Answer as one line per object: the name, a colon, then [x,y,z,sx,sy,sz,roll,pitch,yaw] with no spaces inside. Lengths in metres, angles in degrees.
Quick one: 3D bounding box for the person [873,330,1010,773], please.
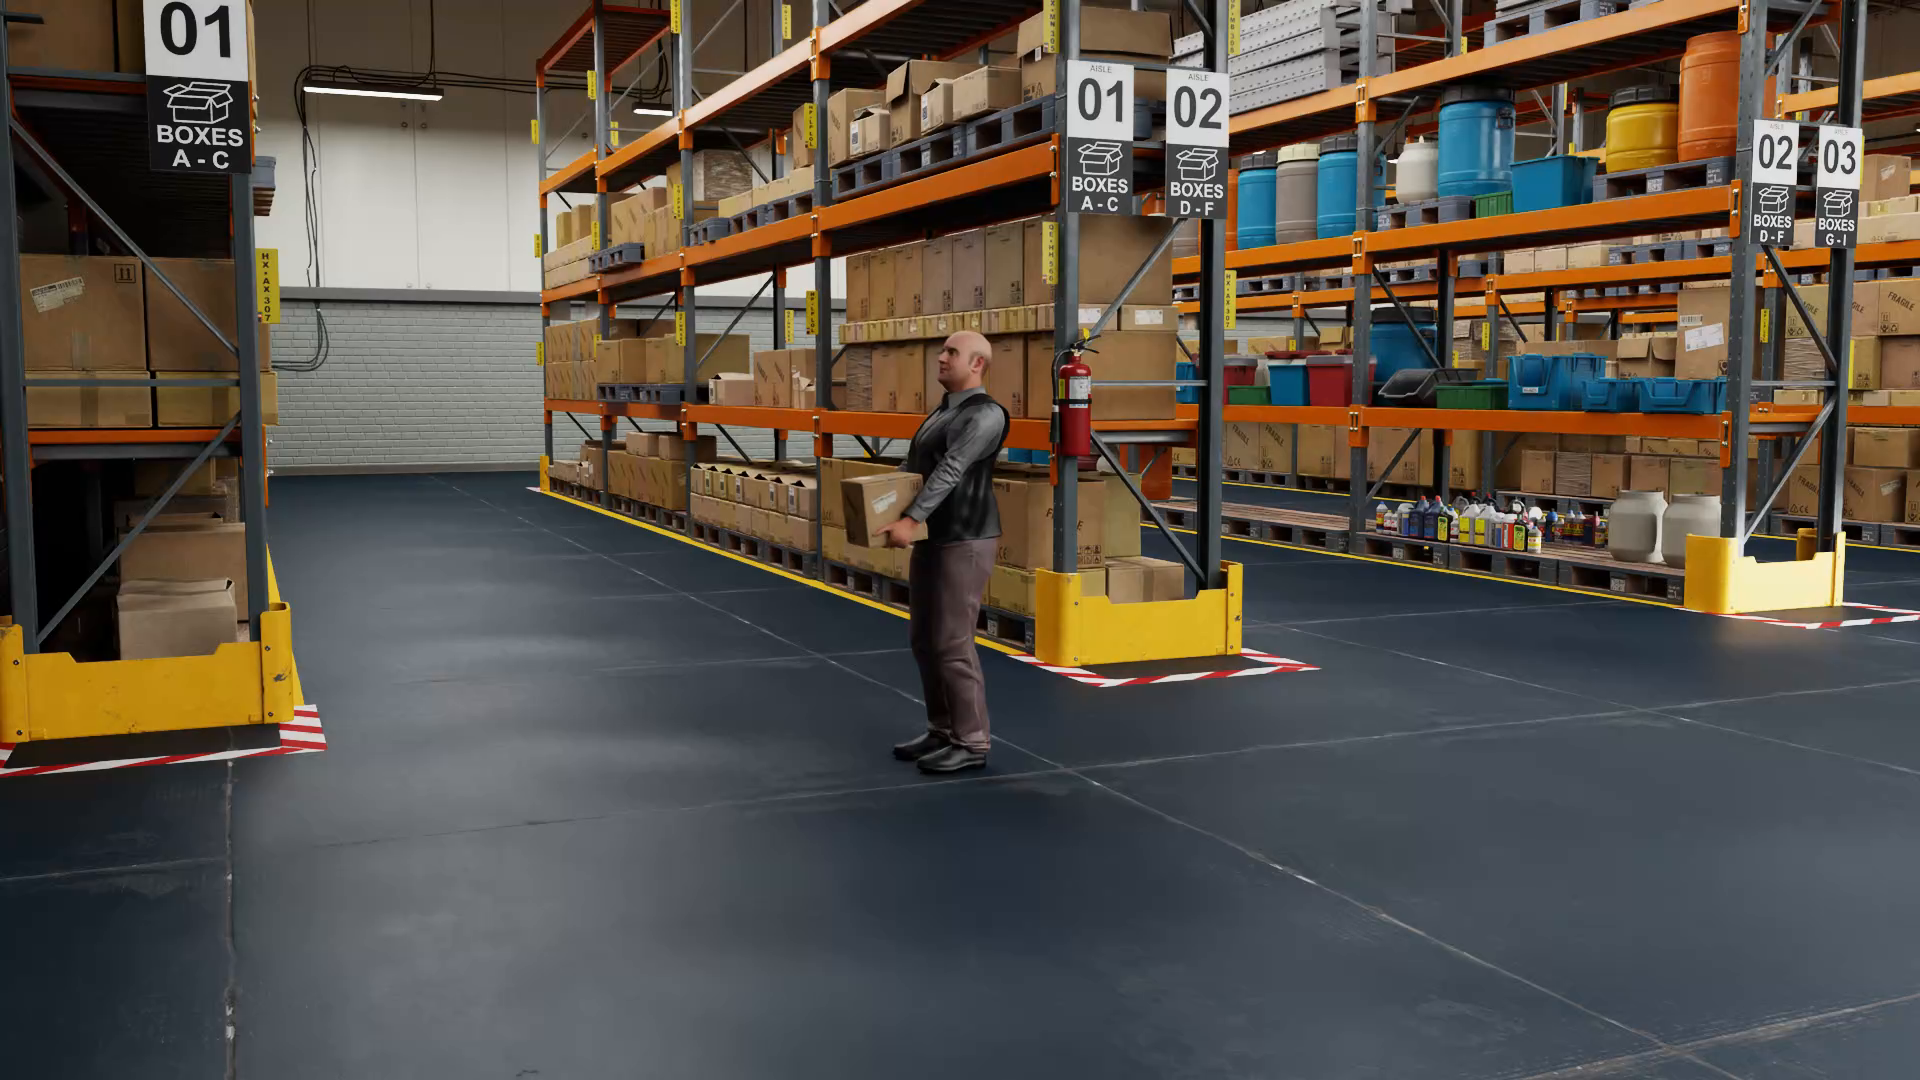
person: [-0.117,0.039,6.513,0.560,1.711,0.494,-2,6,-23]
